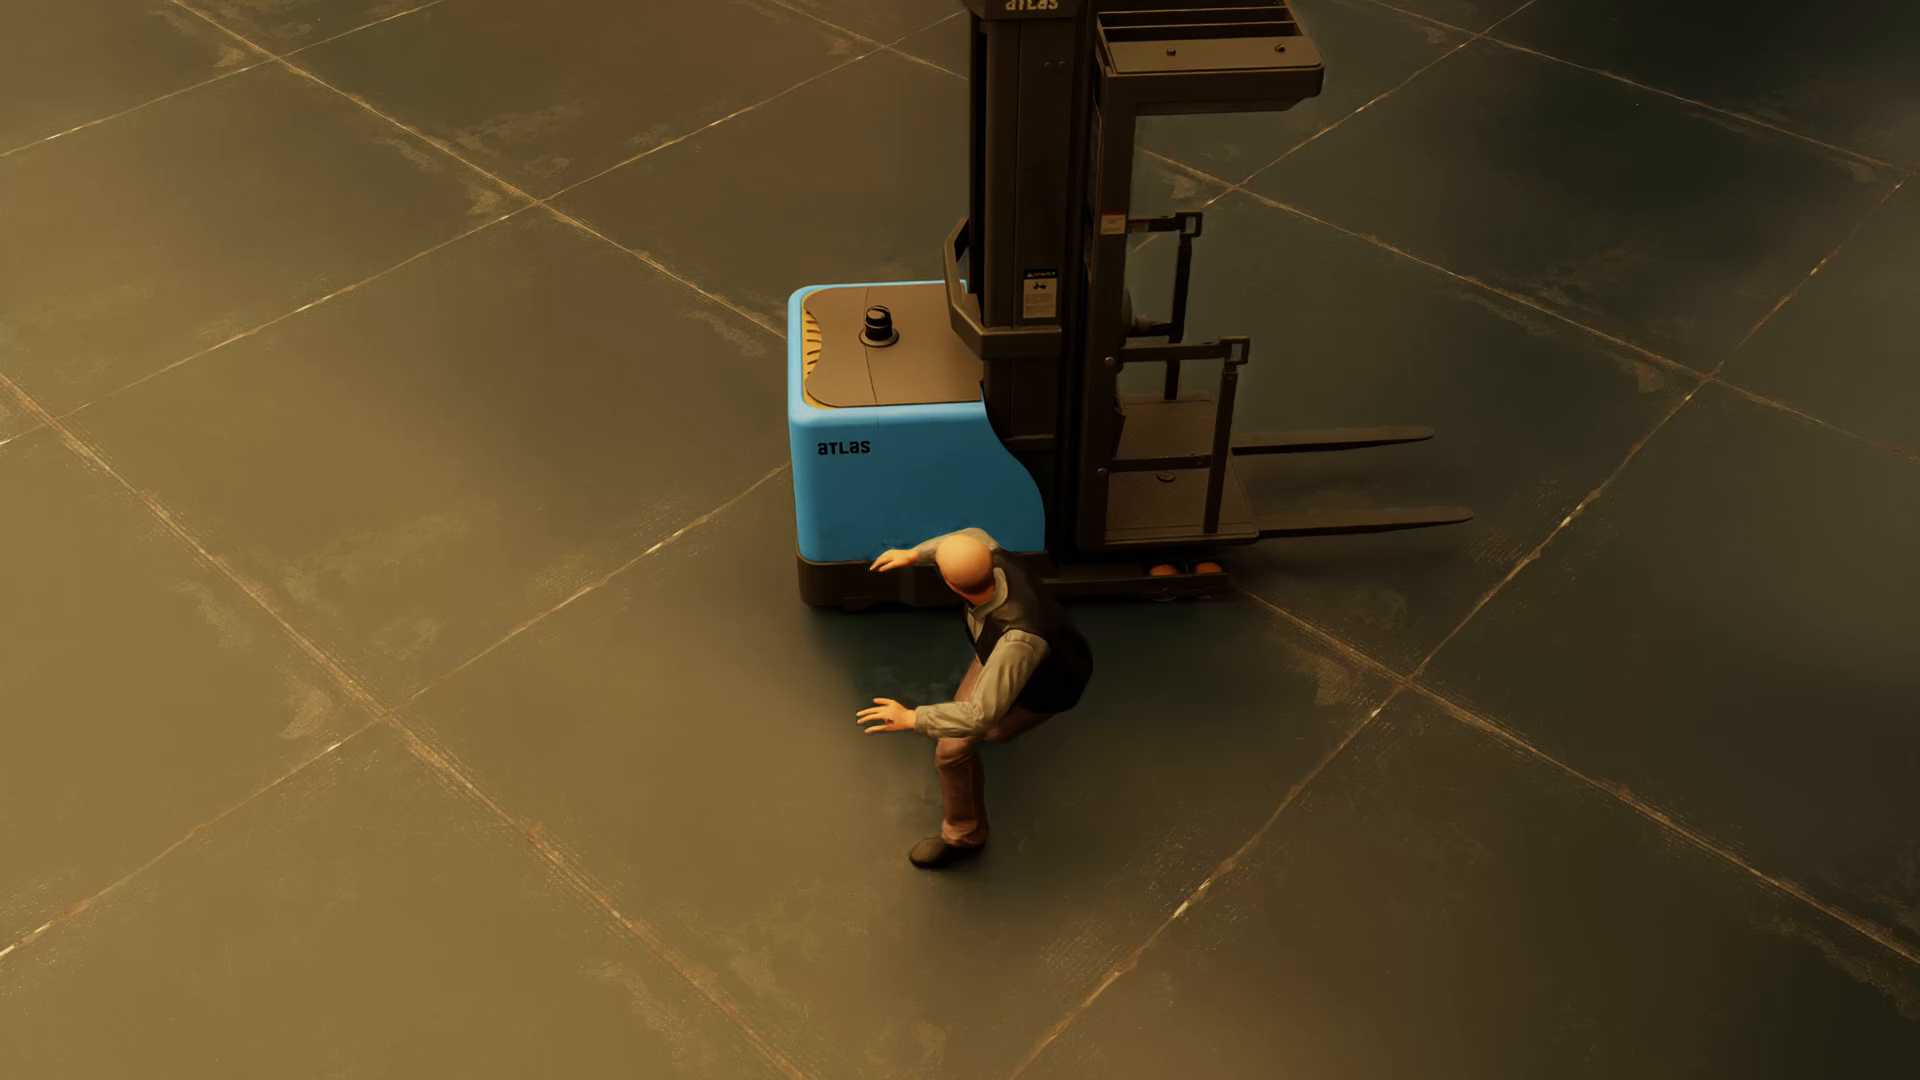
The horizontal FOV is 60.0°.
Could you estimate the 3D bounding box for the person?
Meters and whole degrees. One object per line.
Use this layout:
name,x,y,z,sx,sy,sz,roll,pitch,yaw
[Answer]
person,-0.046,0.497,5.962,1.003,1.495,0.943,-30,49,-30

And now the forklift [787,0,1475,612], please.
forklift,0.774,-1.183,6.808,3.031,2.935,1.130,-3,41,-3
